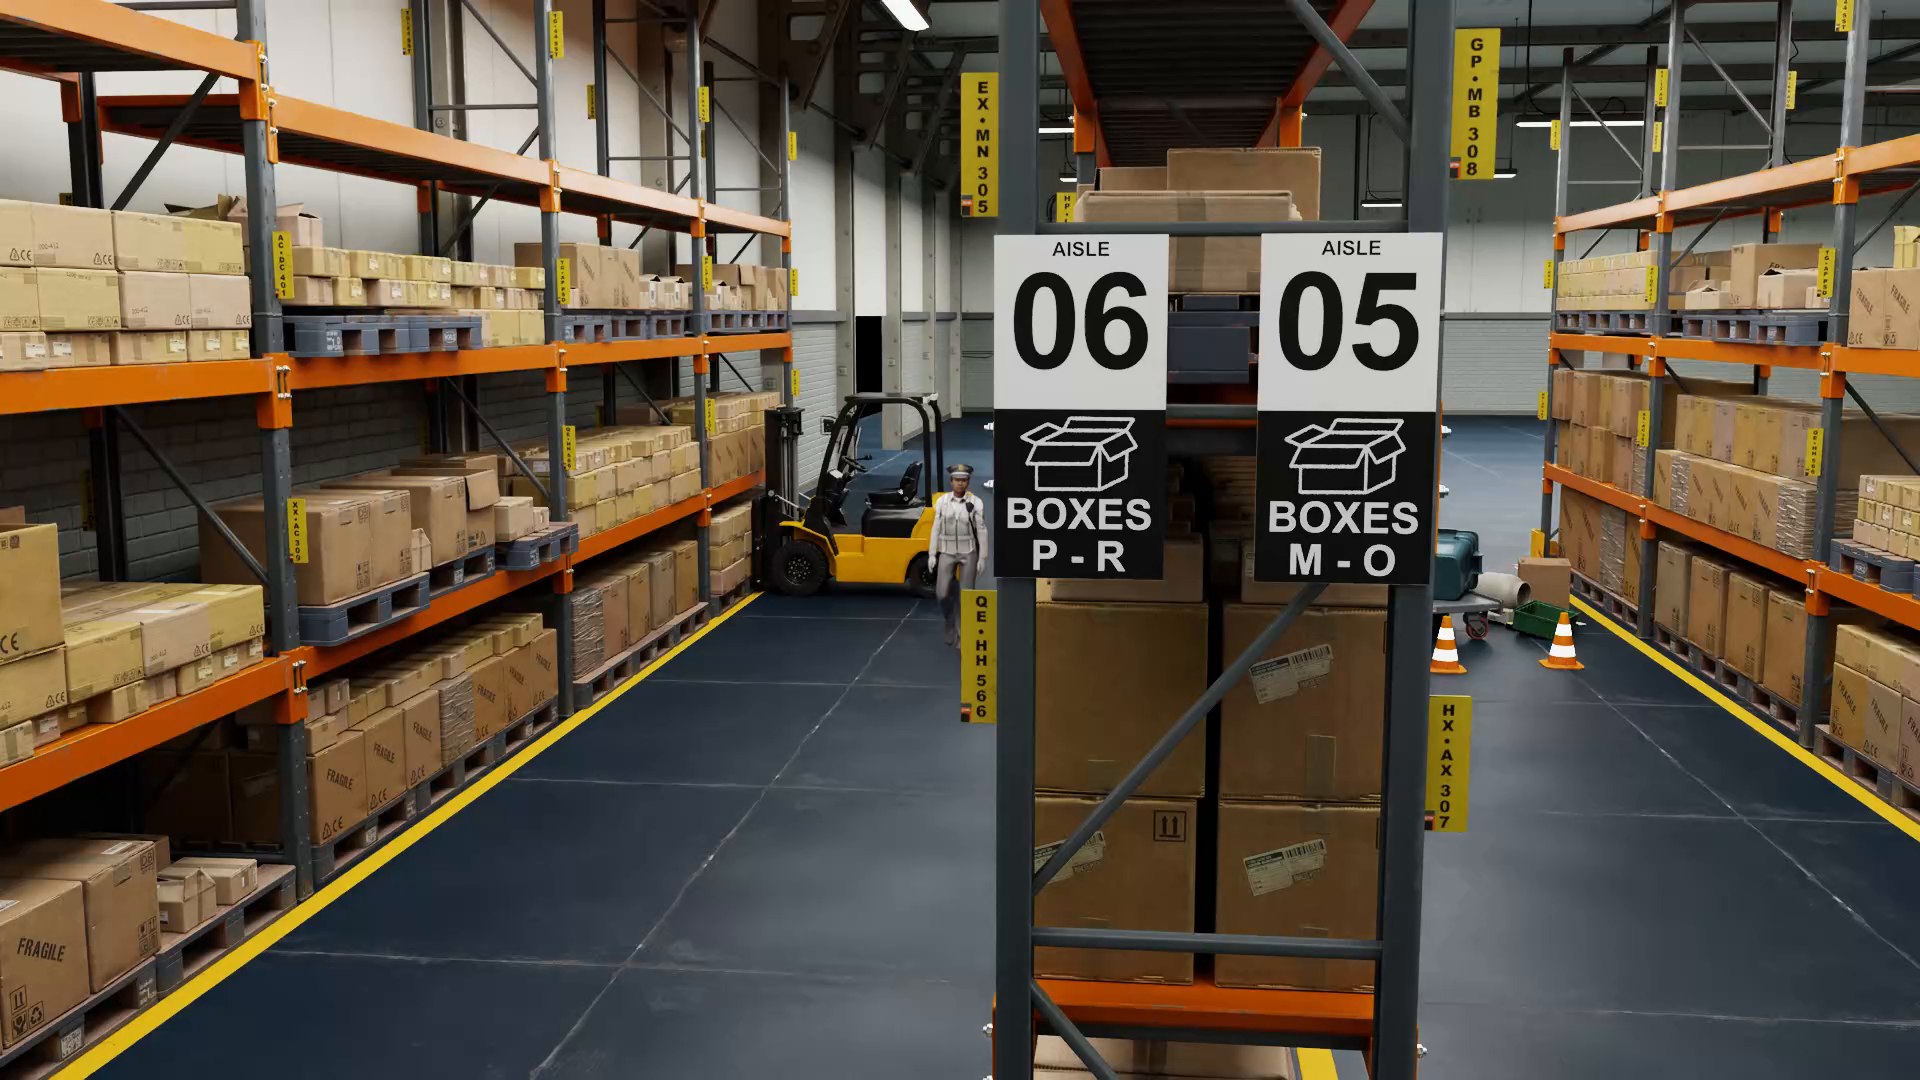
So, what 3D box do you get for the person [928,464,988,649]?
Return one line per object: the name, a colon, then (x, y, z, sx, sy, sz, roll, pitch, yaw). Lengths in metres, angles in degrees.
person: (-0.020, 0.147, 14.953, 0.547, 1.688, 0.437, 1, 8, 6)
